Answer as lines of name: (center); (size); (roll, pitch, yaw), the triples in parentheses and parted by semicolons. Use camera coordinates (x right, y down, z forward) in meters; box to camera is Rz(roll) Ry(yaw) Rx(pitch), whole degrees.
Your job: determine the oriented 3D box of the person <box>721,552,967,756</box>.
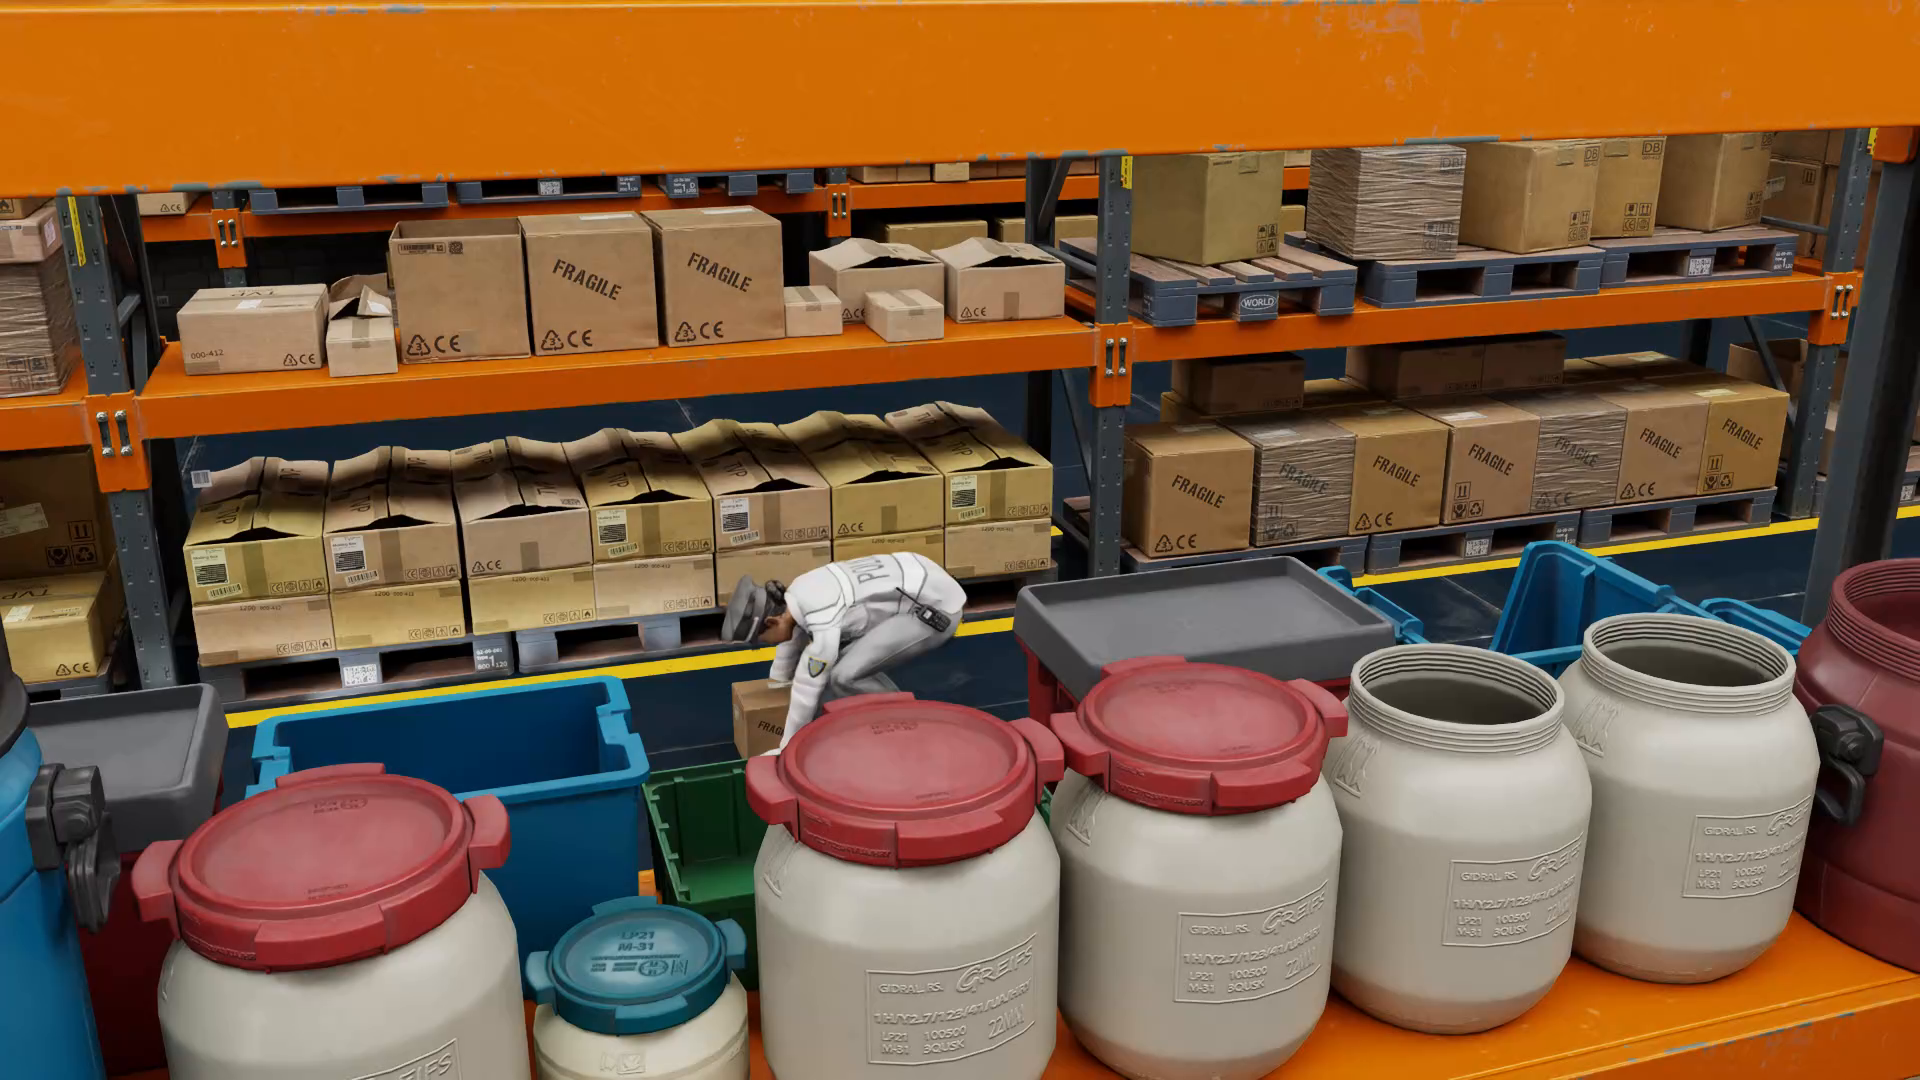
person: (-0.433, 0.449, 6.198); (0.914, 0.762, 0.472); (-7, 20, -19)
